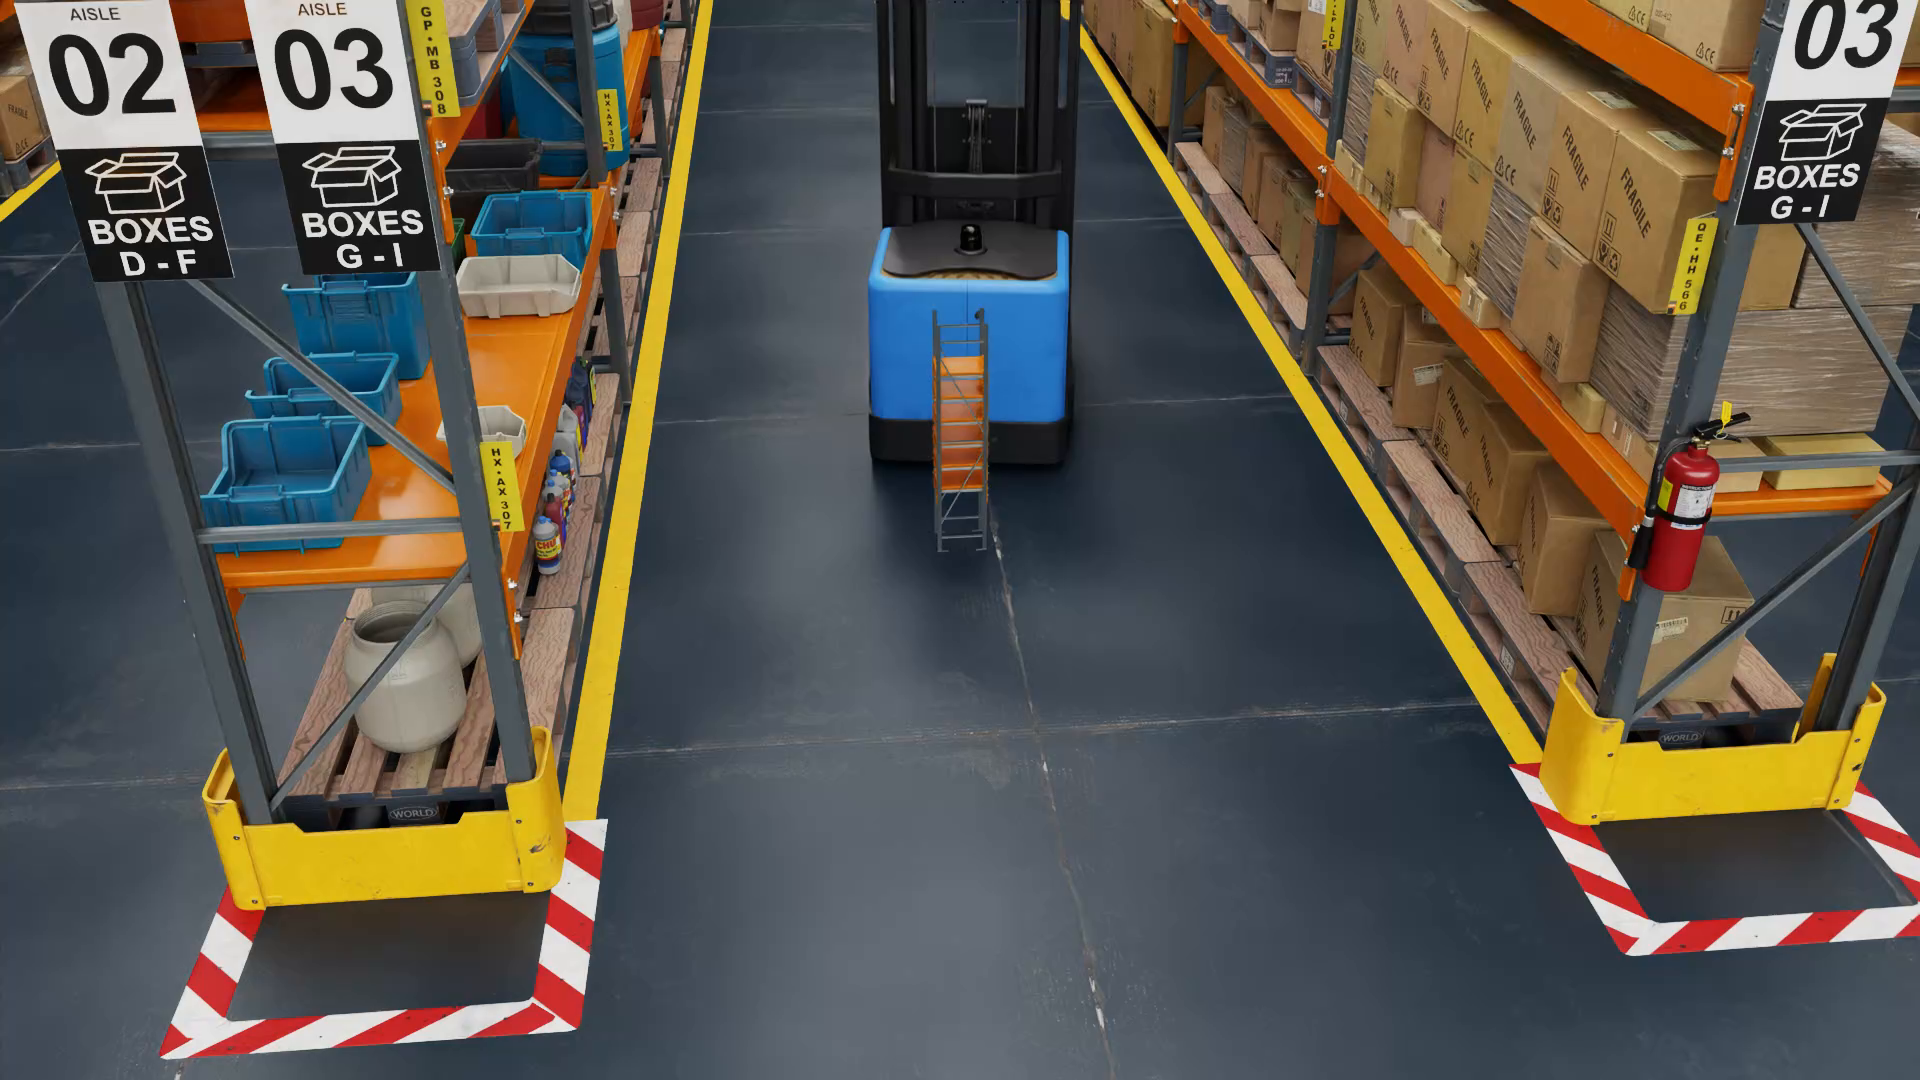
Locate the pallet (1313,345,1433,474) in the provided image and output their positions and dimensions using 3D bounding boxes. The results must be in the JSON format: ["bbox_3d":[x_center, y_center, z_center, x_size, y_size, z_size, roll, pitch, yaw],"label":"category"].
[{"bbox_3d":[2.639,-0.767,9.328,1.003,0.211,1.213,-3,31,-5],"label":"pallet"}]

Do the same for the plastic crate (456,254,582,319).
[{"bbox_3d":[-1.987,-1.138,7.487,0.530,0.136,0.437,-3,31,-5],"label":"plastic crate"}]

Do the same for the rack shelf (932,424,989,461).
[{"bbox_3d":[0.001,-0.470,7.953,0.258,0.103,0.180,-3,31,-5],"label":"rack shelf"}]

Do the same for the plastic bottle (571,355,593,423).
[{"bbox_3d":[-2.043,-0.805,8.826,0.144,0.351,0.185,-4,31,-6],"label":"plastic bottle"}]

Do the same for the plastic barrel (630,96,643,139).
[{"bbox_3d":[-2.827,-3.608,13.072,0.600,0.830,0.708,-3,31,-5],"label":"plastic barrel"}]

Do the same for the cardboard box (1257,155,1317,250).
[{"bbox_3d":[2.426,-2.266,11.127,0.700,0.500,0.500,-5,31,-9],"label":"cardboard box"}]

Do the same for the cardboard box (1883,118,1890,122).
[{"bbox_3d":[3.095,-1.413,6.327,0.500,0.500,0.500,-3,31,-5],"label":"cardboard box"}]

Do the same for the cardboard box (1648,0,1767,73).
[{"bbox_3d":[2.617,-1.721,5.427,0.500,0.250,0.500,-2,31,-3],"label":"cardboard box"}]

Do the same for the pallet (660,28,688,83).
[{"bbox_3d":[-3.107,-4.559,15.678,1.003,0.211,1.213,-3,31,-5],"label":"pallet"}]

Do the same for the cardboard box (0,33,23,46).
[{"bbox_3d":[-8.121,-3.989,14.011,0.500,0.500,0.500,-4,31,-6],"label":"cardboard box"}]

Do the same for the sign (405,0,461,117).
[{"bbox_3d":[-1.469,-1.342,4.637,0.100,0.325,0.005,-3,31,-5],"label":"sign"}]

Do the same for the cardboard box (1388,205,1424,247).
[{"bbox_3d":[2.338,-1.562,8.185,0.380,0.149,0.250,-3,31,-5],"label":"cardboard box"}]

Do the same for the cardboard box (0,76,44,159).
[{"bbox_3d":[-7.454,-3.237,12.752,0.500,0.500,0.500,-1,31,-2],"label":"cardboard box"}]

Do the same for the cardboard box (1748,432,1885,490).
[{"bbox_3d":[3.125,-0.312,6.093,0.380,0.149,0.250,-3,31,-5],"label":"cardboard box"}]

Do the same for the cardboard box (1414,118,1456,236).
[{"bbox_3d":[2.680,-1.736,7.844,0.875,0.500,0.500,-3,31,-5],"label":"cardboard box"}]

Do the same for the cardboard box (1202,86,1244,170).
[{"bbox_3d":[2.250,-3.122,12.561,0.700,0.500,0.500,-4,31,-7],"label":"cardboard box"}]

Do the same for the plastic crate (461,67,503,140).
[{"bbox_3d":[-2.740,-2.328,9.160,0.402,0.464,0.583,-3,31,-5],"label":"plastic crate"}]

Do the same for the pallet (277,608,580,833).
[{"bbox_3d":[-2.141,0.720,6.839,1.003,0.211,1.213,-3,31,-5],"label":"pallet"}]

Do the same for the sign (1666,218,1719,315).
[{"bbox_3d":[2.360,-0.880,5.360,0.100,0.325,0.005,-3,31,-5],"label":"sign"}]

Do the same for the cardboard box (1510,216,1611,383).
[{"bbox_3d":[2.724,-0.966,6.554,0.875,0.500,0.500,-3,31,-5],"label":"cardboard box"}]

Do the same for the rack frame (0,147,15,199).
[{"bbox_3d":[-7.696,-3.875,11.812,1.000,3.000,0.127,-3,31,-5],"label":"rack frame"}]

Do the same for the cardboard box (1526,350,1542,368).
[{"bbox_3d":[2.595,-0.802,6.912,0.380,0.149,0.250,-3,31,-5],"label":"cardboard box"}]

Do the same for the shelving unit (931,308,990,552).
[{"bbox_3d":[0.001,-0.508,7.930,0.258,1.200,0.189,-3,31,-5],"label":"shelving unit"}]

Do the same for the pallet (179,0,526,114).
[{"bbox_3d":[-1.997,-1.660,5.362,1.003,0.211,1.213,-3,31,-5],"label":"pallet"}]

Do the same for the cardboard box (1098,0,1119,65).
[{"bbox_3d":[1.957,-4.876,15.151,1.225,0.875,0.875,-4,31,-6],"label":"cardboard box"}]

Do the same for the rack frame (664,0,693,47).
[{"bbox_3d":[-3.138,-6.153,15.625,1.000,3.000,0.127,-3,31,-5],"label":"rack frame"}]

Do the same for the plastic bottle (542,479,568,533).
[{"bbox_3d":[-1.908,-0.159,7.823,0.097,0.271,0.097,0,31,0],"label":"plastic bottle"}]

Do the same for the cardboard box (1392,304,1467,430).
[{"bbox_3d":[2.599,-0.914,8.884,0.500,0.500,0.500,7,32,11],"label":"cardboard box"}]

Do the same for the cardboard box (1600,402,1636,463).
[{"bbox_3d":[2.660,-0.419,6.271,0.380,0.149,0.250,-3,31,-5],"label":"cardboard box"}]

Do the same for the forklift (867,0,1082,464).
[{"bbox_3d":[0.114,-2.384,9.383,1.130,2.935,3.031,2,31,3],"label":"forklift"}]

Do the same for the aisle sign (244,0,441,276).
[{"bbox_3d":[-1.718,-1.119,4.664,0.394,0.787,0.004,-3,31,-5],"label":"aisle sign"}]

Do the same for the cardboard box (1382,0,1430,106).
[{"bbox_3d":[2.378,-2.408,7.994,0.500,0.500,0.500,-3,31,-5],"label":"cardboard box"}]

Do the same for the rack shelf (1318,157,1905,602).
[{"bbox_3d":[2.728,-0.975,7.660,1.077,0.370,4.000,-3,31,-5],"label":"rack shelf"}]

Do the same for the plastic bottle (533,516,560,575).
[{"bbox_3d":[-1.876,0.016,7.530,0.097,0.271,0.097,0,31,0],"label":"plastic bottle"}]

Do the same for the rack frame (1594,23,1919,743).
[{"bbox_3d":[2.915,-0.263,5.766,1.000,3.000,0.127,-3,31,-5],"label":"rack frame"}]

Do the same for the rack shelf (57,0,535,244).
[{"bbox_3d":[-2.204,-2.026,6.493,1.077,0.370,4.000,-3,31,-5],"label":"rack shelf"}]

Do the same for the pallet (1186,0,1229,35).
[{"bbox_3d":[2.340,-3.907,12.052,1.213,0.211,1.003,-3,31,-5],"label":"pallet"}]

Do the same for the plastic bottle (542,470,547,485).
[{"bbox_3d":[-2.090,-0.424,8.255,0.061,0.283,0.133,-3,31,-5],"label":"plastic bottle"}]

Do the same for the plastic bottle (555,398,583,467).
[{"bbox_3d":[-1.995,-0.542,8.386,0.144,0.351,0.185,-3,31,-5],"label":"plastic bottle"}]

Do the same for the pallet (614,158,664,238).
[{"bbox_3d":[-2.730,-2.516,12.256,1.003,0.211,1.213,-3,31,-5],"label":"pallet"}]

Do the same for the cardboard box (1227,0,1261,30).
[{"bbox_3d":[2.095,-3.597,11.083,0.500,0.250,0.500,-4,31,-6],"label":"cardboard box"}]

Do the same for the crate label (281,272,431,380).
[{"bbox_3d":[-2.458,-0.968,6.911,0.502,0.435,0.616,-3,31,-5],"label":"crate label"}]

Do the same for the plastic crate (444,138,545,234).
[{"bbox_3d":[-2.468,-1.768,8.346,0.767,0.338,0.504,-3,31,-5],"label":"plastic crate"}]

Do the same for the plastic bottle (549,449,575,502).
[{"bbox_3d":[-1.936,-0.314,8.081,0.097,0.271,0.097,0,31,0],"label":"plastic bottle"}]

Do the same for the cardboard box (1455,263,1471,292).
[{"bbox_3d":[2.483,-1.183,7.550,0.380,0.149,0.250,-3,31,-5],"label":"cardboard box"}]

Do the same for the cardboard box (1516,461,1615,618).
[{"bbox_3d":[2.783,0.006,7.342,0.500,0.500,0.500,5,31,8],"label":"cardboard box"}]

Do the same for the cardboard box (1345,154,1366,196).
[{"bbox_3d":[2.272,-1.945,8.826,0.380,0.149,0.250,-3,31,-5],"label":"cardboard box"}]

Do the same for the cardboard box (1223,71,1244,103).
[{"bbox_3d":[2.260,-3.445,12.369,0.500,0.250,0.500,-2,31,-3],"label":"cardboard box"}]

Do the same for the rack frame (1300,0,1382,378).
[{"bbox_3d":[2.541,-2.305,9.185,1.000,3.000,0.127,-3,31,-5],"label":"rack frame"}]

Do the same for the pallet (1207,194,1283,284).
[{"bbox_3d":[2.349,-2.130,11.610,1.003,0.211,1.213,-3,31,-5],"label":"pallet"}]

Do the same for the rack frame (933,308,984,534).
[{"bbox_3d":[-0.007,-0.554,8.008,0.240,1.200,0.006,-3,31,-5],"label":"rack frame"}]

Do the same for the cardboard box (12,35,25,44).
[{"bbox_3d":[-7.605,-4.026,14.074,0.500,0.500,0.500,-4,31,-6],"label":"cardboard box"}]

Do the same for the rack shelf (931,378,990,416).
[{"bbox_3d":[0.001,-0.676,7.830,0.258,0.103,0.180,-3,31,-5],"label":"rack shelf"}]

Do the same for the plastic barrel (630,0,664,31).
[{"bbox_3d":[-2.419,-3.946,11.799,0.600,0.536,0.708,-3,31,-5],"label":"plastic barrel"}]

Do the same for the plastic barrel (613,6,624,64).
[{"bbox_3d":[-2.370,-3.221,10.585,0.433,0.535,0.433,0,31,0],"label":"plastic barrel"}]

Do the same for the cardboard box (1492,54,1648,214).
[{"bbox_3d":[2.520,-1.642,6.712,0.500,0.500,0.500,-3,31,-5],"label":"cardboard box"}]

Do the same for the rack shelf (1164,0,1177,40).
[{"bbox_3d":[1.980,-5.060,14.498,1.077,0.370,4.000,-3,31,-5],"label":"rack shelf"}]
